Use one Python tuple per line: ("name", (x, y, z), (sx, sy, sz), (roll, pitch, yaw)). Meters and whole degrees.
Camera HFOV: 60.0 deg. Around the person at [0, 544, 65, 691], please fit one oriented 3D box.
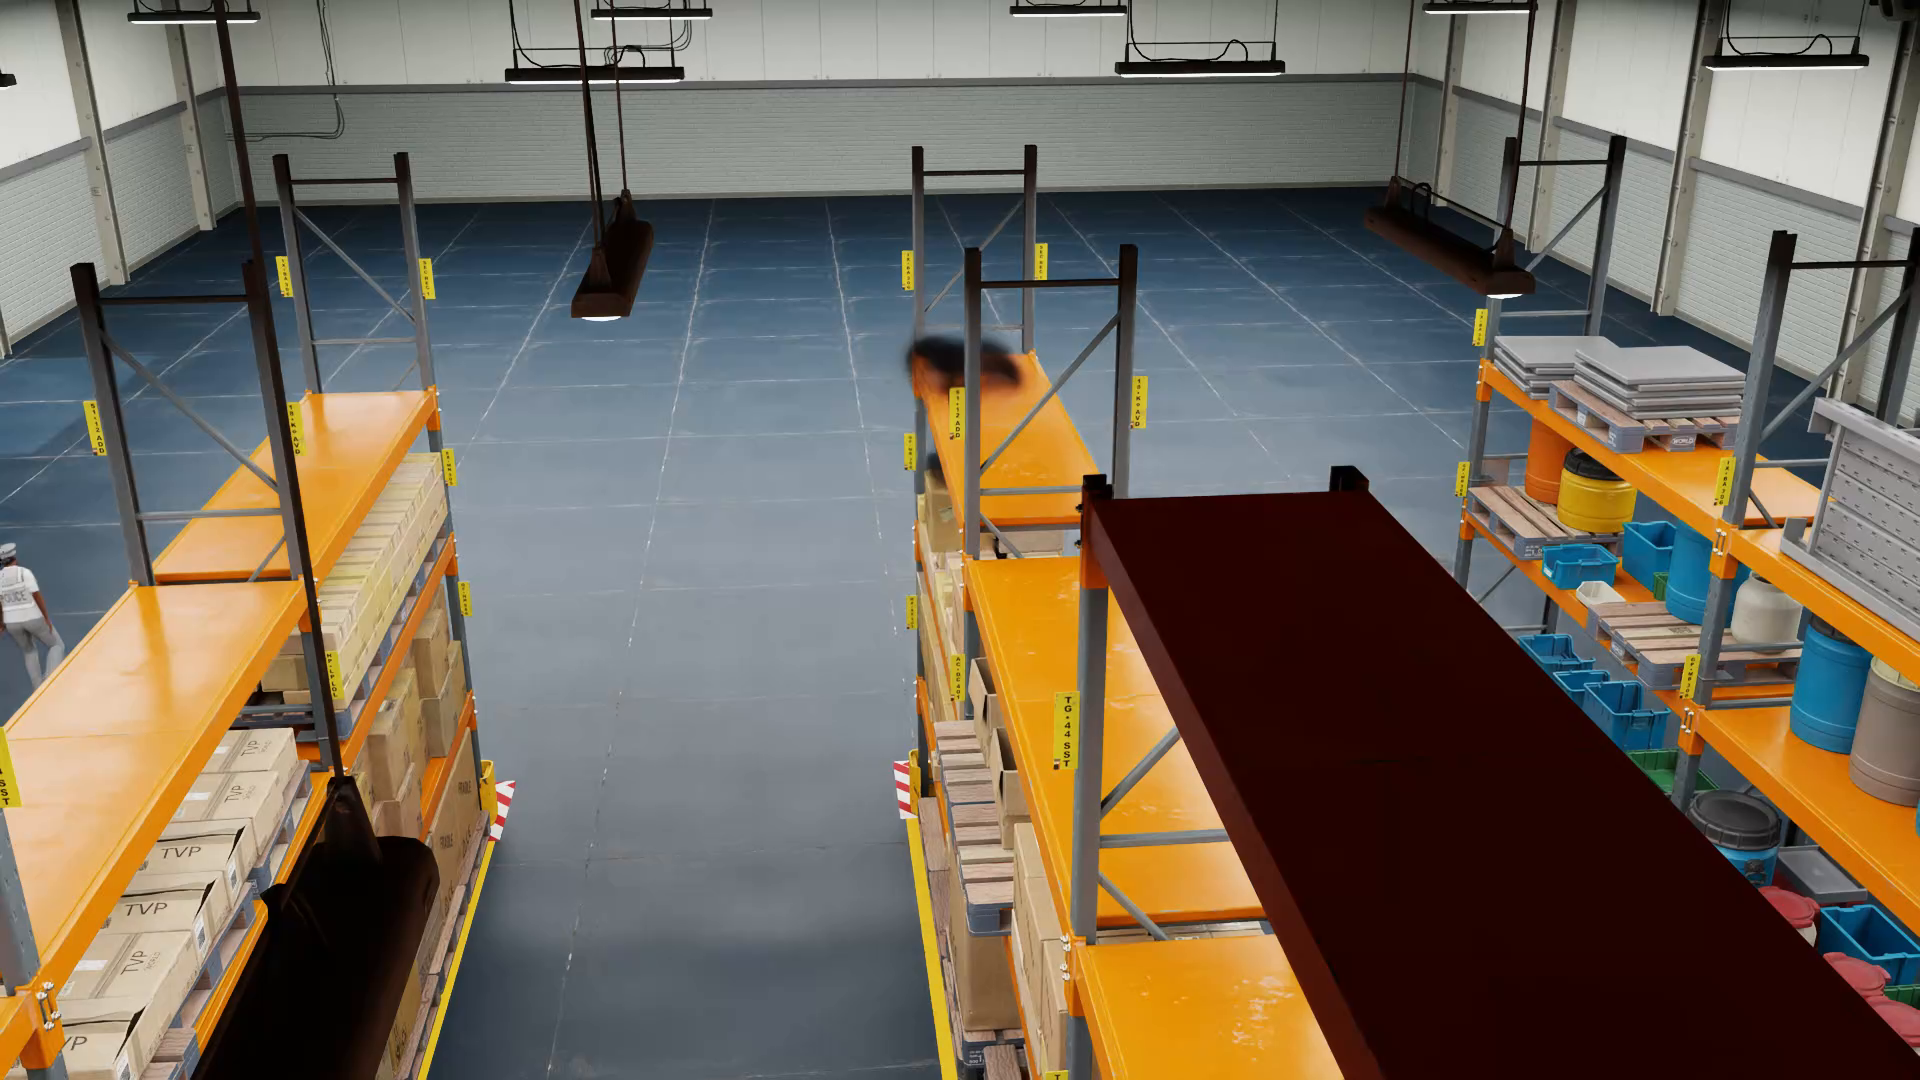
("person", (-9.702, 0.866, 17.287), (0.717, 1.583, 0.630), (-4, 22, -9))
